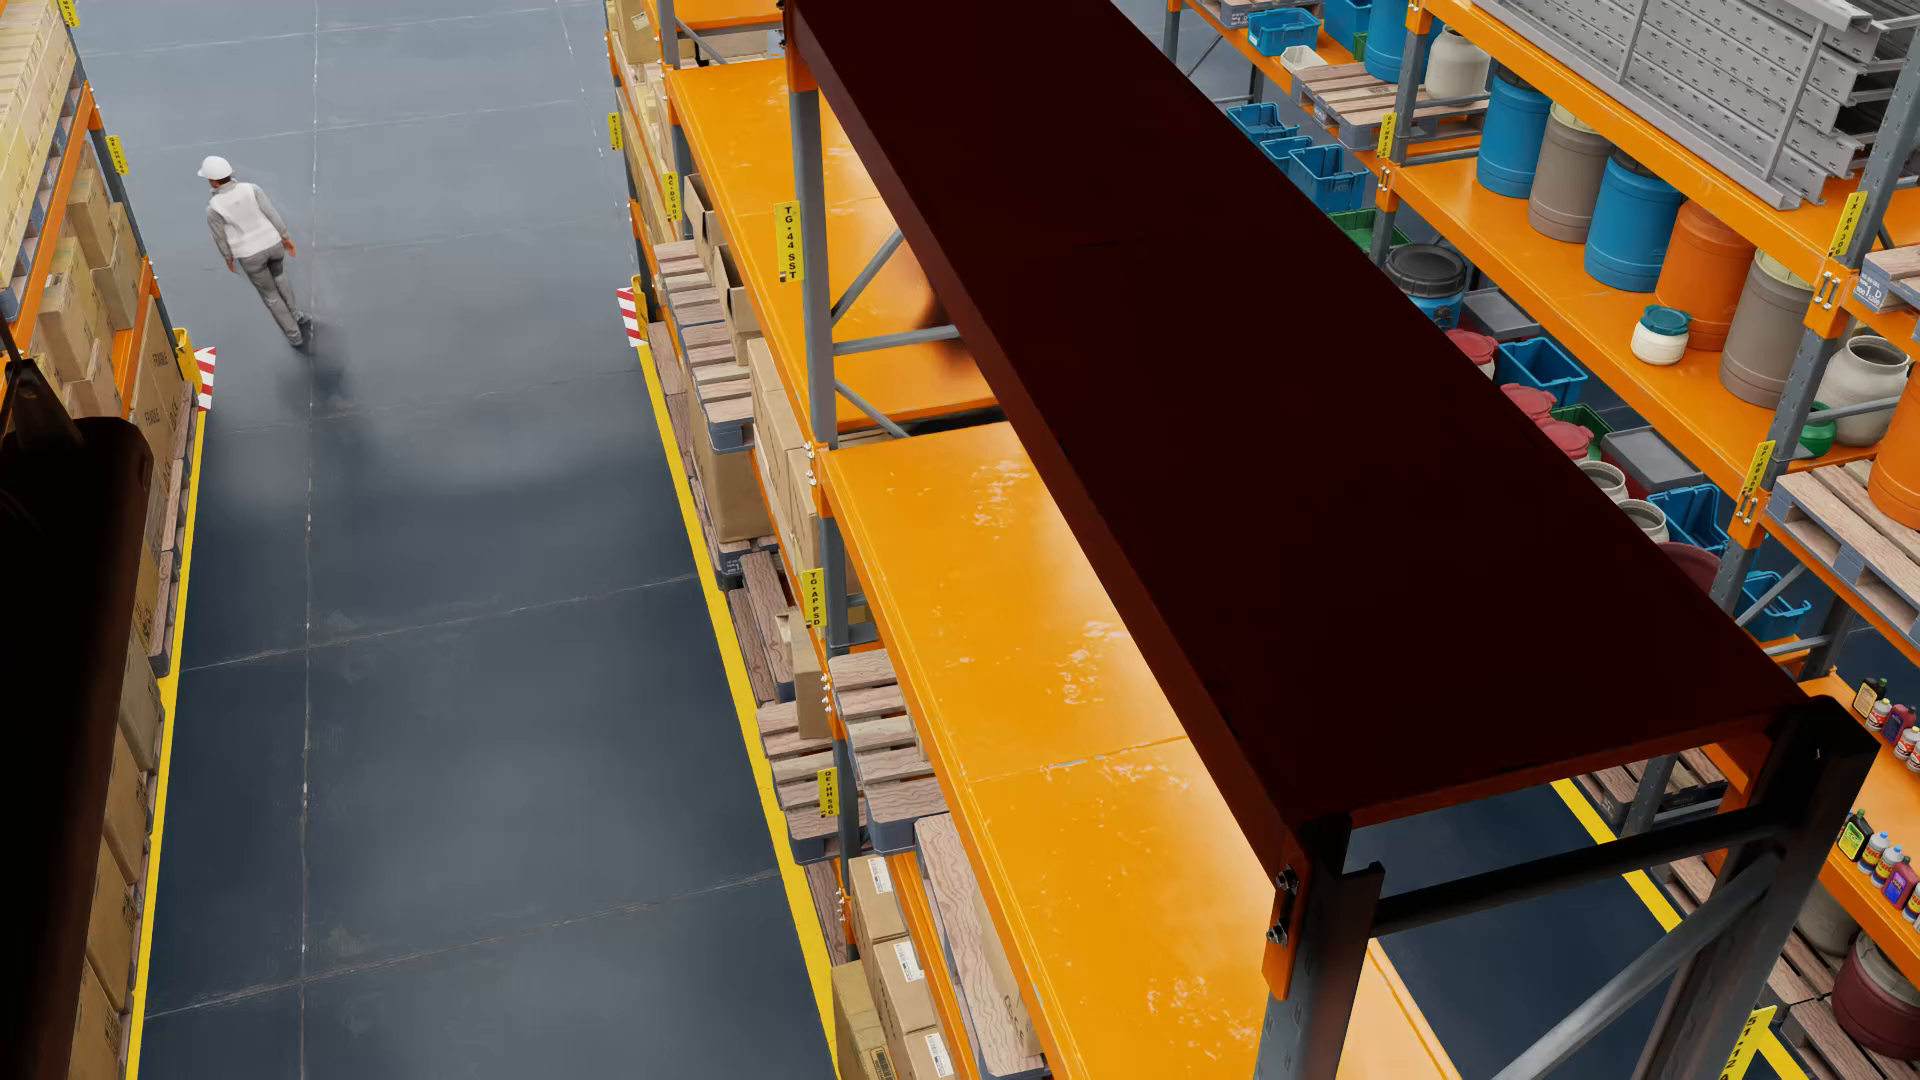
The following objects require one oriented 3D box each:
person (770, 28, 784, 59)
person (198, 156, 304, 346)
[{"bbox_3d":[-1.594,-5.008,17.934,0.881,1.492,0.606,3,39,4],"label":"person"},{"bbox_3d":[-6.162,-2.535,14.636,0.659,1.767,0.628,31,48,33],"label":"person"}]
